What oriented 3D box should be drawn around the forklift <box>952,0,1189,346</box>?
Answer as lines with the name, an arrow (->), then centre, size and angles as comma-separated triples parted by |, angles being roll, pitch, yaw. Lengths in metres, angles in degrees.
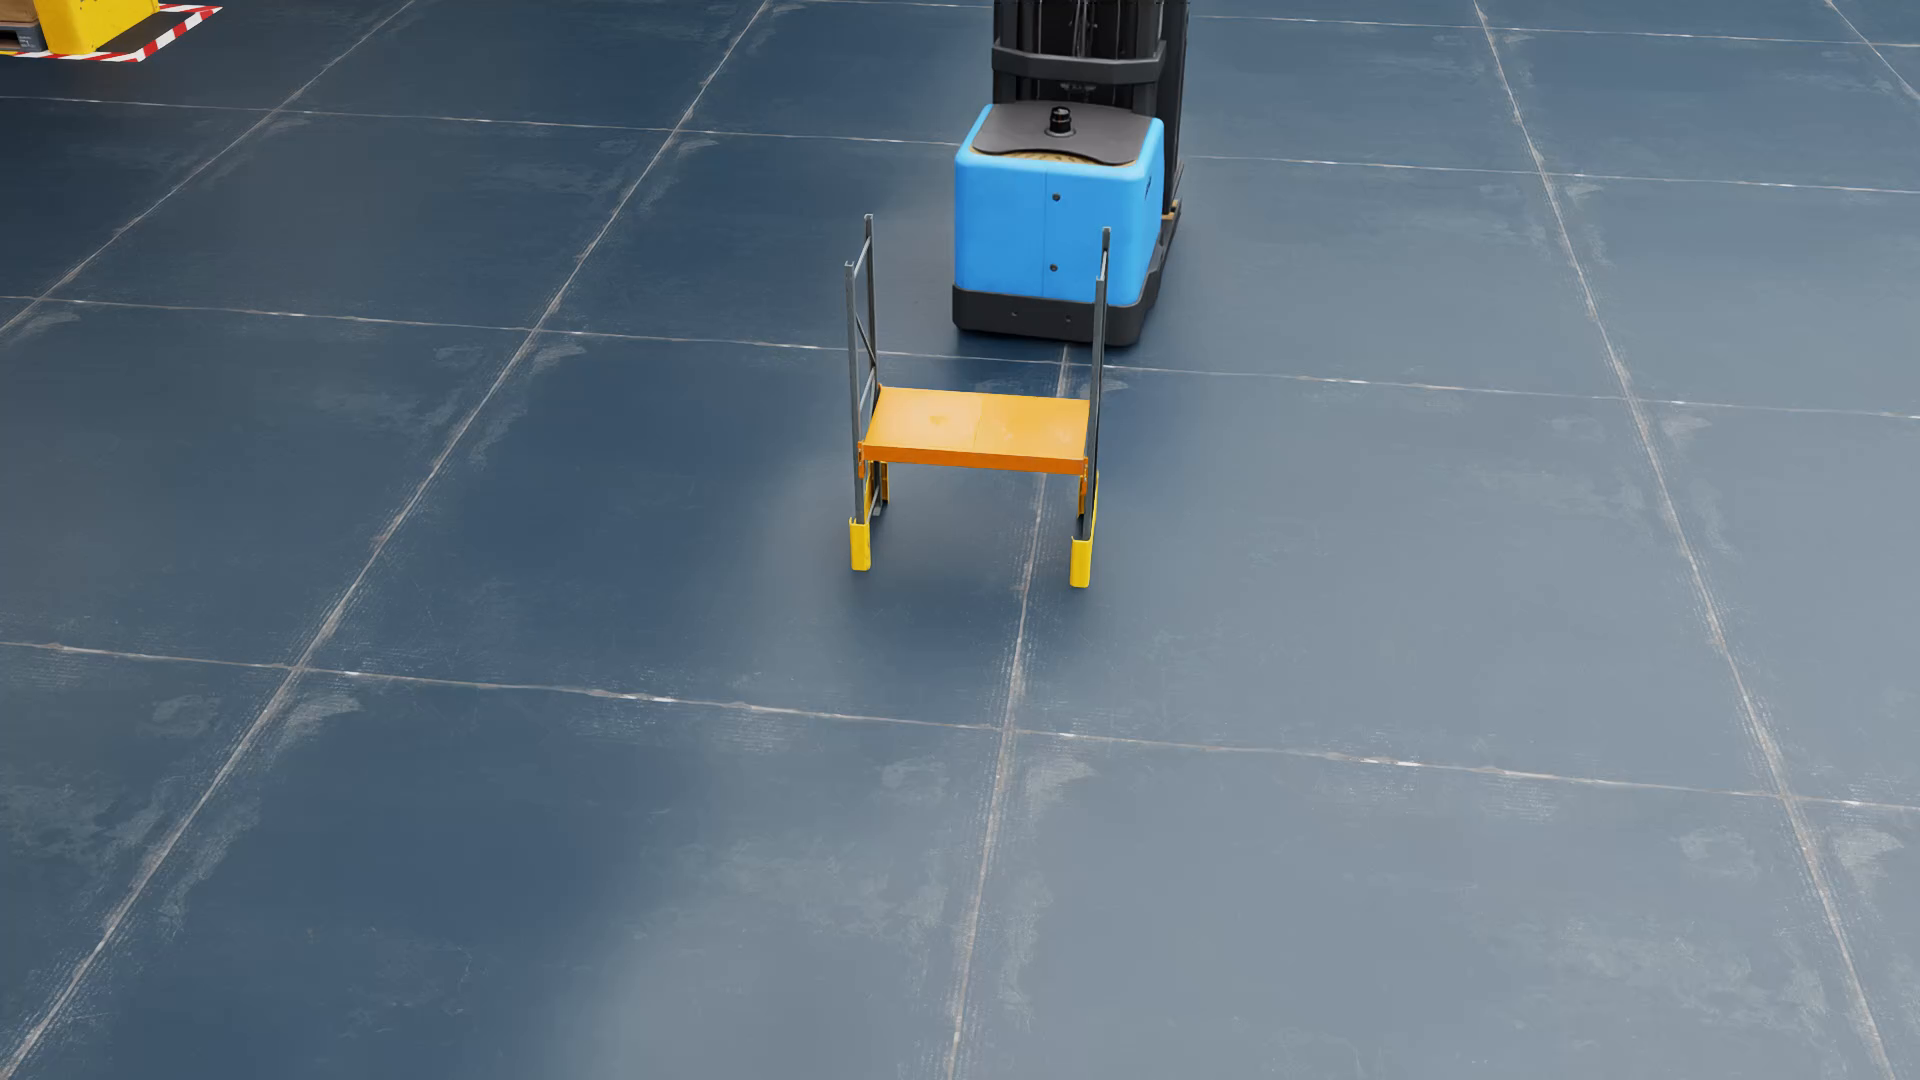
forklift -> 0.787, -3.113, 9.588 | 1.130, 2.935, 3.031 | 8, 36, 11

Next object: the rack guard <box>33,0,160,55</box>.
rack guard -> -6.972, -4.368, 13.440 | 0.348, 0.500, 1.175 | 4, 36, 6

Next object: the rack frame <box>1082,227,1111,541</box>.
rack frame -> 0.589, -0.567, 7.253 | 0.032, 1.500, 0.500 | 4, 36, 6

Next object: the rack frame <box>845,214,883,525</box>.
rack frame -> -0.420, -0.642, 7.358 | 0.032, 1.500, 0.500 | 4, 36, 6

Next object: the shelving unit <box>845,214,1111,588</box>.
shelving unit -> 0.076, -0.605, 7.306 | 1.083, 1.500, 0.587 | 4, 36, 6

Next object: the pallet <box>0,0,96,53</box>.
pallet -> -7.799, -4.266, 13.546 | 1.213, 0.211, 1.003 | 4, 36, 6

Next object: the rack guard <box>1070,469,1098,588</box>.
rack guard -> 0.570, -0.059, 7.618 | 0.087, 0.250, 0.587 | 4, 36, 6

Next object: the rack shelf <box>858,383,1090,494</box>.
rack shelf -> 0.085, -0.458, 7.410 | 1.000, 0.185, 0.538 | 4, 36, 6

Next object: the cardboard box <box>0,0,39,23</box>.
cardboard box -> -7.677, -4.705, 13.228 | 0.875, 0.875, 0.875 | 4, 36, 6

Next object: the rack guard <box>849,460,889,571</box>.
rack guard -> -0.418, -0.133, 7.721 | 0.087, 0.250, 0.587 | 4, 36, 6
